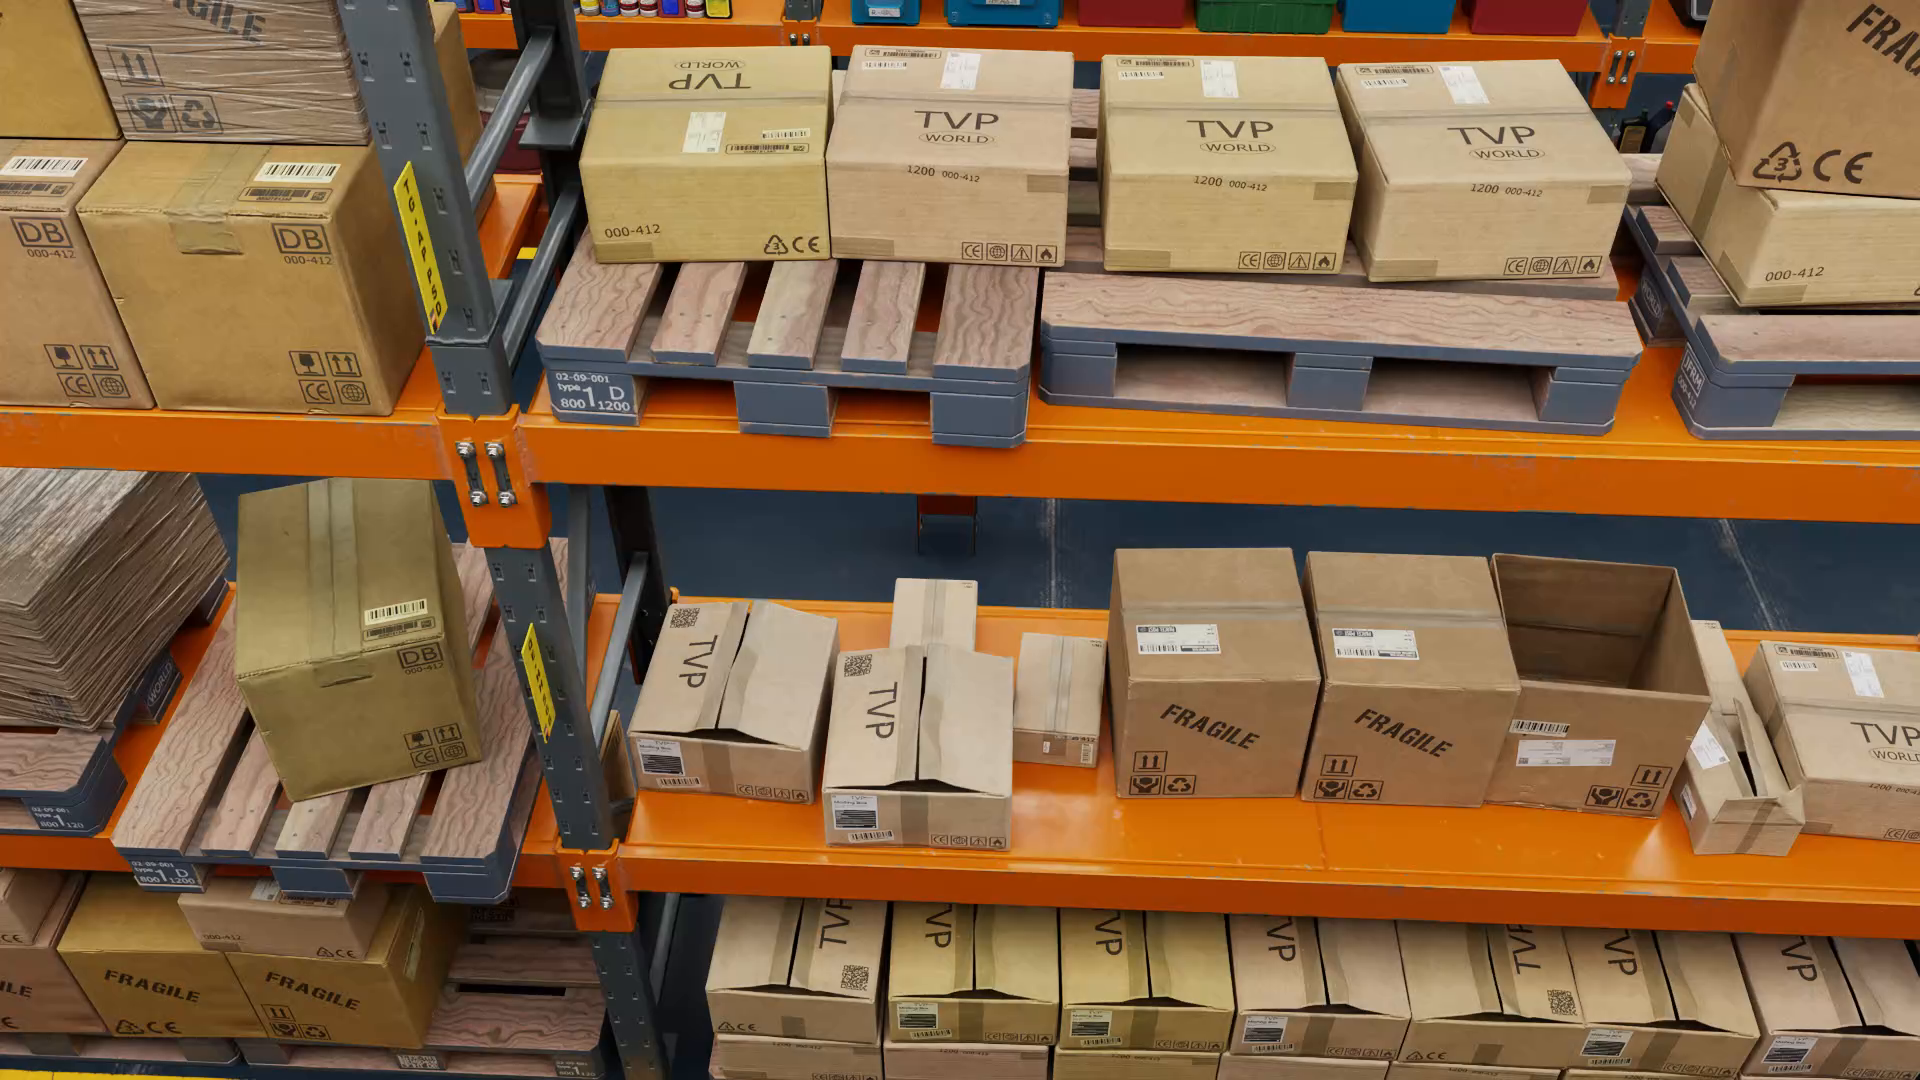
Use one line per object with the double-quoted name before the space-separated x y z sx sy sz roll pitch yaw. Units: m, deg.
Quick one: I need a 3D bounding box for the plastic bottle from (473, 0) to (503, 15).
"plastic bottle" -2.329 -2.719 8.139 0.133 0.283 0.061 2 43 2

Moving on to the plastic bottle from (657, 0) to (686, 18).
"plastic bottle" -1.417 -2.691 8.109 0.133 0.283 0.061 2 43 2

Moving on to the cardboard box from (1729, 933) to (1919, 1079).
"cardboard box" 2.588 1.321 5.014 0.500 0.311 0.500 2 43 2

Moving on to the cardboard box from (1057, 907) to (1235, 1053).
"cardboard box" 0.554 1.259 5.081 0.500 0.311 0.500 1 43 1

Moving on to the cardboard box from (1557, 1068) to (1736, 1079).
"cardboard box" 2.073 1.511 5.221 0.500 0.250 0.500 1 43 1

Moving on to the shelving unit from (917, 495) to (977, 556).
"shelving unit" -0.053 -0.386 6.979 0.252 1.050 0.215 2 43 2

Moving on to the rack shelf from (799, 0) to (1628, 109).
"rack shelf" 1.234 -2.680 8.539 4.000 0.370 1.077 2 43 2

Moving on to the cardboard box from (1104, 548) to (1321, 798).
"cardboard box" 0.687 0.372 4.662 0.500 0.500 0.500 0 43 0

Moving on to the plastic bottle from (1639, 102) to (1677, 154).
"plastic bottle" 3.889 -2.250 9.171 0.185 0.351 0.144 1 43 1

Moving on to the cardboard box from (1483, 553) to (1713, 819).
"cardboard box" 1.713 0.404 4.628 0.500 0.500 0.500 5 43 5

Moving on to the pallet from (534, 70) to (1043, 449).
"pallet" -0.308 -0.700 3.824 1.003 0.211 1.213 4 43 4

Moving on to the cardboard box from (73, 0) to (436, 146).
"cardboard box" -1.426 -1.149 3.361 0.500 0.500 0.500 2 43 2

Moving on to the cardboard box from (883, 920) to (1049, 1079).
"cardboard box" 0.022 1.452 5.286 0.500 0.250 0.500 1 43 1

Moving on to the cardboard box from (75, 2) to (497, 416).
"cardboard box" -1.428 -0.756 3.673 0.500 0.500 0.910 2 43 2

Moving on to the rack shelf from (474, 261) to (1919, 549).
"rack shelf" 1.008 -0.405 3.896 4.000 0.370 1.077 2 43 2

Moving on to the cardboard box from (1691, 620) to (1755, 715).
"cardboard box" 2.130 0.417 4.872 0.250 0.149 0.380 2 43 2

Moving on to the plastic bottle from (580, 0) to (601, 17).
"plastic bottle" -1.824 -2.686 8.164 0.097 0.201 0.097 0 43 0

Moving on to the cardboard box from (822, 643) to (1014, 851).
"cardboard box" -0.106 0.560 4.599 0.500 0.311 0.500 1 43 1

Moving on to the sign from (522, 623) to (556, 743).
"sign" -1.005 0.343 3.975 0.005 0.325 0.100 2 43 2

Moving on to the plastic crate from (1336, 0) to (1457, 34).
"plastic crate" 2.116 -2.698 8.043 0.575 0.384 0.392 2 43 2

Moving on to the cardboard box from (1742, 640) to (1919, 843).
"cardboard box" 2.512 0.561 4.643 0.500 0.250 0.500 4 43 5

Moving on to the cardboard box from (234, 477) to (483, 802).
"cardboard box" -1.625 0.235 4.501 0.500 0.500 0.700 -12 44 -12

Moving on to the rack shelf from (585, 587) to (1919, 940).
"rack shelf" 1.008 0.693 4.919 4.000 0.370 1.077 2 43 2

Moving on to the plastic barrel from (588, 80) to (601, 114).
"plastic barrel" -1.821 -2.208 9.022 0.421 0.512 0.421 0 43 0

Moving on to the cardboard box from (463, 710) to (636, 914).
"cardboard box" -1.432 0.913 5.665 0.500 0.500 0.500 3 43 4

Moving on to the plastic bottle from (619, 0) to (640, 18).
"plastic bottle" -1.629 -2.680 8.157 0.097 0.201 0.097 0 43 0

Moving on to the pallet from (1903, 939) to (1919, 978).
"pallet" 3.798 1.564 5.501 1.213 0.211 1.003 2 43 2

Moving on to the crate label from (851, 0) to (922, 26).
"crate label" -0.360 -2.675 8.129 0.416 0.233 0.303 2 43 2

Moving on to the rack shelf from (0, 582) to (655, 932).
"rack shelf" -2.988 0.570 5.051 4.000 0.370 1.077 2 43 2

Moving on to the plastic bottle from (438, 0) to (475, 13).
"plastic bottle" -2.486 -2.777 8.152 0.185 0.351 0.144 2 43 2

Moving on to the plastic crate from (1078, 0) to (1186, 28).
"plastic crate" 0.837 -2.770 8.061 0.583 0.464 0.402 2 43 2

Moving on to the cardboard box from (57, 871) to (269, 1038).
"cardboard box" -2.452 1.237 5.318 0.500 0.500 0.500 0 43 0

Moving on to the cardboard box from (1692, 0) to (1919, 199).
"cardboard box" 1.821 -1.027 3.289 0.500 0.500 0.500 6 43 6

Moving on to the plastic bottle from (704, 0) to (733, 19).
"plastic bottle" -1.187 -2.684 8.101 0.133 0.283 0.061 2 43 2

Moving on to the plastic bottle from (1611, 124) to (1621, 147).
"plastic bottle" 3.609 -2.220 9.248 0.097 0.201 0.097 0 43 0

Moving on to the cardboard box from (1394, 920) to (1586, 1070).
"cardboard box" 1.570 1.292 5.045 0.500 0.311 0.500 2 43 2

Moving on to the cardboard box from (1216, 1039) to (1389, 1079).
"cardboard box" 1.054 1.479 5.256 0.500 0.250 0.500 3 43 3

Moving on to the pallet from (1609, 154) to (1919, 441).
"pallet" 2.124 -0.555 3.670 1.217 0.209 0.805 0 43 0

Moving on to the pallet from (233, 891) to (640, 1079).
"pallet" -1.734 1.340 5.742 1.213 0.211 1.003 2 43 2

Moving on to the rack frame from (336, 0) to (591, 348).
"rack frame" -0.990 -1.827 2.695 0.127 3.000 1.000 2 43 2

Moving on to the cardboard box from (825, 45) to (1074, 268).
"cardboard box" -0.010 -0.849 3.647 0.500 0.250 0.500 3 43 3

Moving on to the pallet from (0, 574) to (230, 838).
"pallet" -2.933 0.382 4.866 1.213 0.211 1.003 2 43 2

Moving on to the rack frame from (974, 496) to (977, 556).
"rack frame" 0.068 -0.382 6.975 0.008 1.050 0.200 2 43 2

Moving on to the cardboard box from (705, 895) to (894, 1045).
"cardboard box" -0.480 1.232 5.110 0.500 0.311 0.500 3 43 3

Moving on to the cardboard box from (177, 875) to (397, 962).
"cardboard box" -1.992 0.980 5.044 0.500 0.250 0.500 3 43 4

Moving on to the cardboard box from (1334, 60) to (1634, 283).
"cardboard box" 1.098 -0.806 3.601 0.500 0.250 0.500 -2 43 -2

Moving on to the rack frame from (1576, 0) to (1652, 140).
"rack frame" 3.232 -2.882 8.228 0.127 3.000 1.000 2 43 2

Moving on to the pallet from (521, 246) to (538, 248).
"pallet" -2.769 -2.019 9.348 1.213 0.211 1.003 2 43 2
